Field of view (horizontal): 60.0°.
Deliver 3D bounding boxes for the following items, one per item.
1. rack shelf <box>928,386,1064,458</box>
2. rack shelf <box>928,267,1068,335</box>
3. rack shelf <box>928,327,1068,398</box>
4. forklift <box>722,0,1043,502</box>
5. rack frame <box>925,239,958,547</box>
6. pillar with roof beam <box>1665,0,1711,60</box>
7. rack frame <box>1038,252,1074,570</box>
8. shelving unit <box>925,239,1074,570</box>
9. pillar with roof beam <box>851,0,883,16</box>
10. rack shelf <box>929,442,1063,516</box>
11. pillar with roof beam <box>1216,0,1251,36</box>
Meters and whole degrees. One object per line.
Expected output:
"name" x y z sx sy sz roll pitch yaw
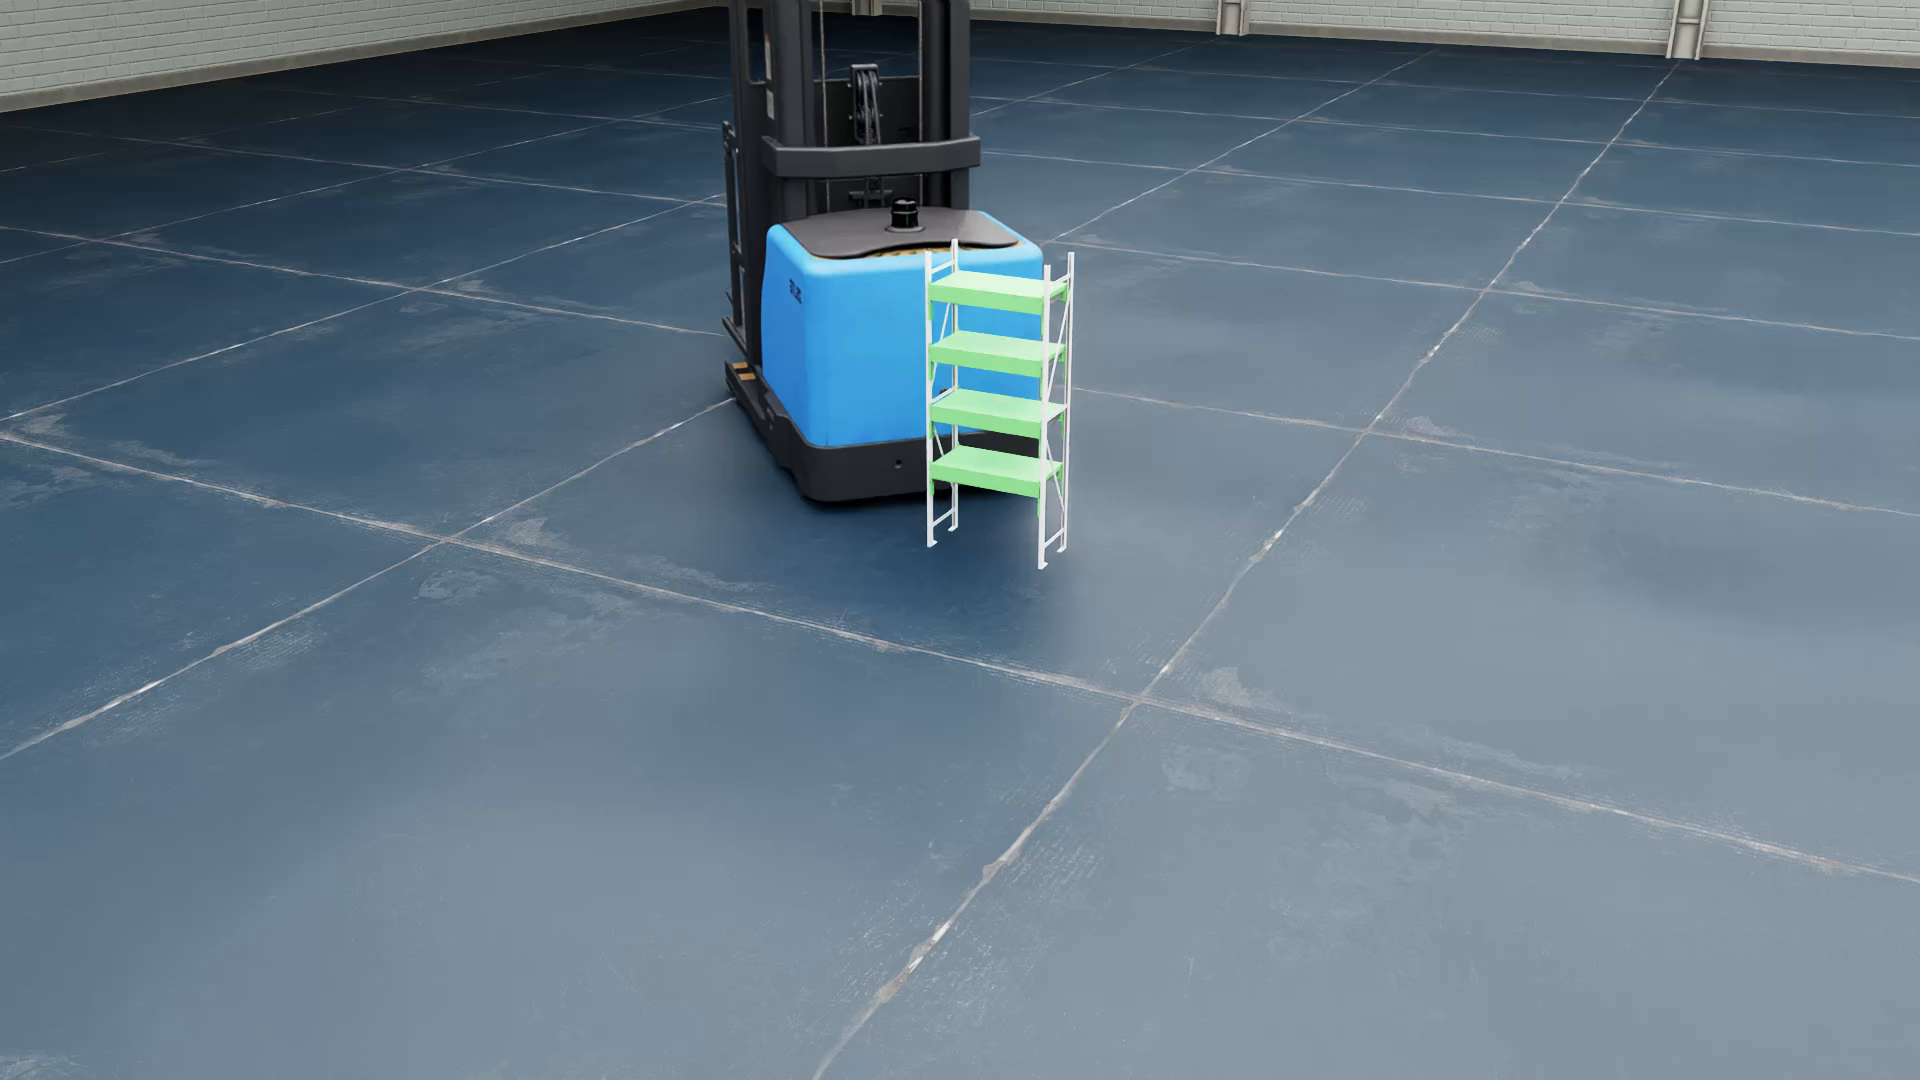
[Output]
"rack shelf" 0.148 -0.464 6.471 0.480 0.148 0.258 11 25 25
"rack shelf" 0.148 -0.906 6.284 0.480 0.148 0.258 11 25 25
"rack shelf" 0.148 -0.685 6.378 0.480 0.148 0.258 11 25 25
"forklift" -0.566 -2.058 7.843 1.130 2.935 3.031 -7 24 -16
"rack frame" -0.070 -0.566 6.548 0.015 1.200 0.240 11 25 25
"pillar with roof beam" 7.303 -8.807 15.960 0.400 9.000 9.100 11 25 25
"rack frame" 0.365 -0.480 6.345 0.015 1.200 0.240 11 25 25
"shelving unit" 0.148 -0.523 6.446 0.503 1.200 0.258 11 25 25
"pillar with roof beam" -3.406 -10.926 20.942 0.400 9.000 9.100 11 25 25
"rack shelf" 0.148 -0.243 6.565 0.480 0.148 0.258 11 25 25
"pillar with roof beam" 1.949 -9.866 18.451 0.400 9.000 9.100 11 25 25
